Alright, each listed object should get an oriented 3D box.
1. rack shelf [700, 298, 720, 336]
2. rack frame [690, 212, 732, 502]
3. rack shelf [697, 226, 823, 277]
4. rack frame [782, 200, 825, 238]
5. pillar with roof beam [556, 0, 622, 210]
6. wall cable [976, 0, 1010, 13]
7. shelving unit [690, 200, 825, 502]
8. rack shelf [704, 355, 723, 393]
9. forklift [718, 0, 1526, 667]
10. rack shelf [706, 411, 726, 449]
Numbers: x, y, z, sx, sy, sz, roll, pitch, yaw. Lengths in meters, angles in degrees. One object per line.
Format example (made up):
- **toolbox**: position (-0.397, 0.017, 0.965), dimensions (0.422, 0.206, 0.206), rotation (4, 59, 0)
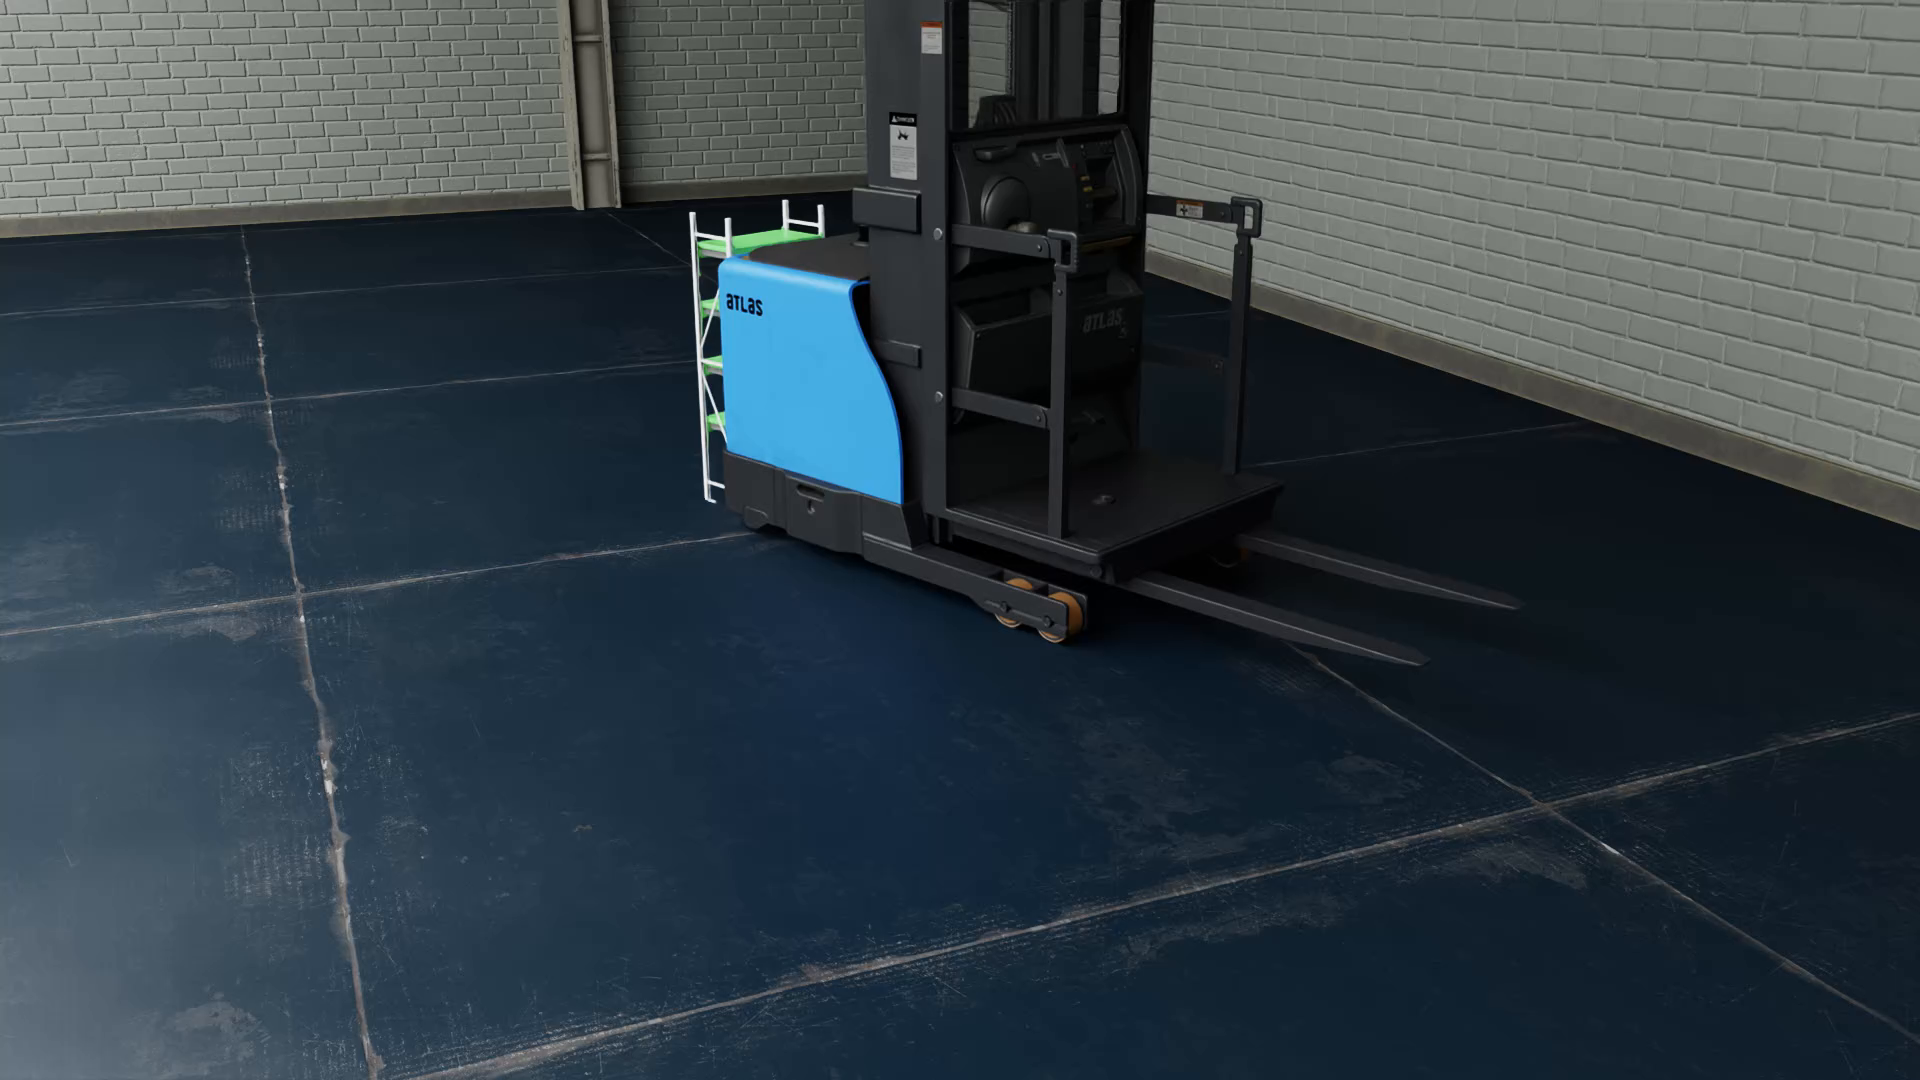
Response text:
- **rack shelf**: position (-0.815, -0.935, 6.840), dimensions (0.258, 0.148, 0.480), rotation (17, 26, 40)
- **rack frame**: position (-0.982, -0.709, 6.730), dimensions (0.240, 1.200, 0.015), rotation (17, 26, 40)
- **rack shelf**: position (-0.815, -1.161, 6.761), dimensions (0.258, 0.148, 0.480), rotation (17, 26, 40)
- **rack frame**: position (-0.649, -0.828, 7.067), dimensions (0.240, 1.200, 0.015), rotation (17, 26, 40)
- **pillar with roof beam**: position (-1.604, -5.970, 9.929), dimensions (0.400, 9.000, 9.100), rotation (-8, 21, -22)
- **wall cable**: position (-0.080, -5.803, 14.129), dimensions (0.112, 2.526, 3.097), rotation (-8, 21, -22)
- **shelving unit**: position (-0.815, -0.769, 6.899), dimensions (0.258, 1.200, 0.503), rotation (17, 26, 40)
- **rack shelf**: position (-0.815, -0.708, 6.920), dimensions (0.258, 0.148, 0.480), rotation (17, 26, 40)
- **forklift**: position (0.469, -1.235, 5.615), dimensions (3.031, 2.935, 1.130), rotation (17, 26, 40)
- **rack shelf**: position (-0.815, -0.482, 7.000), dimensions (0.258, 0.148, 0.480), rotation (17, 26, 40)
